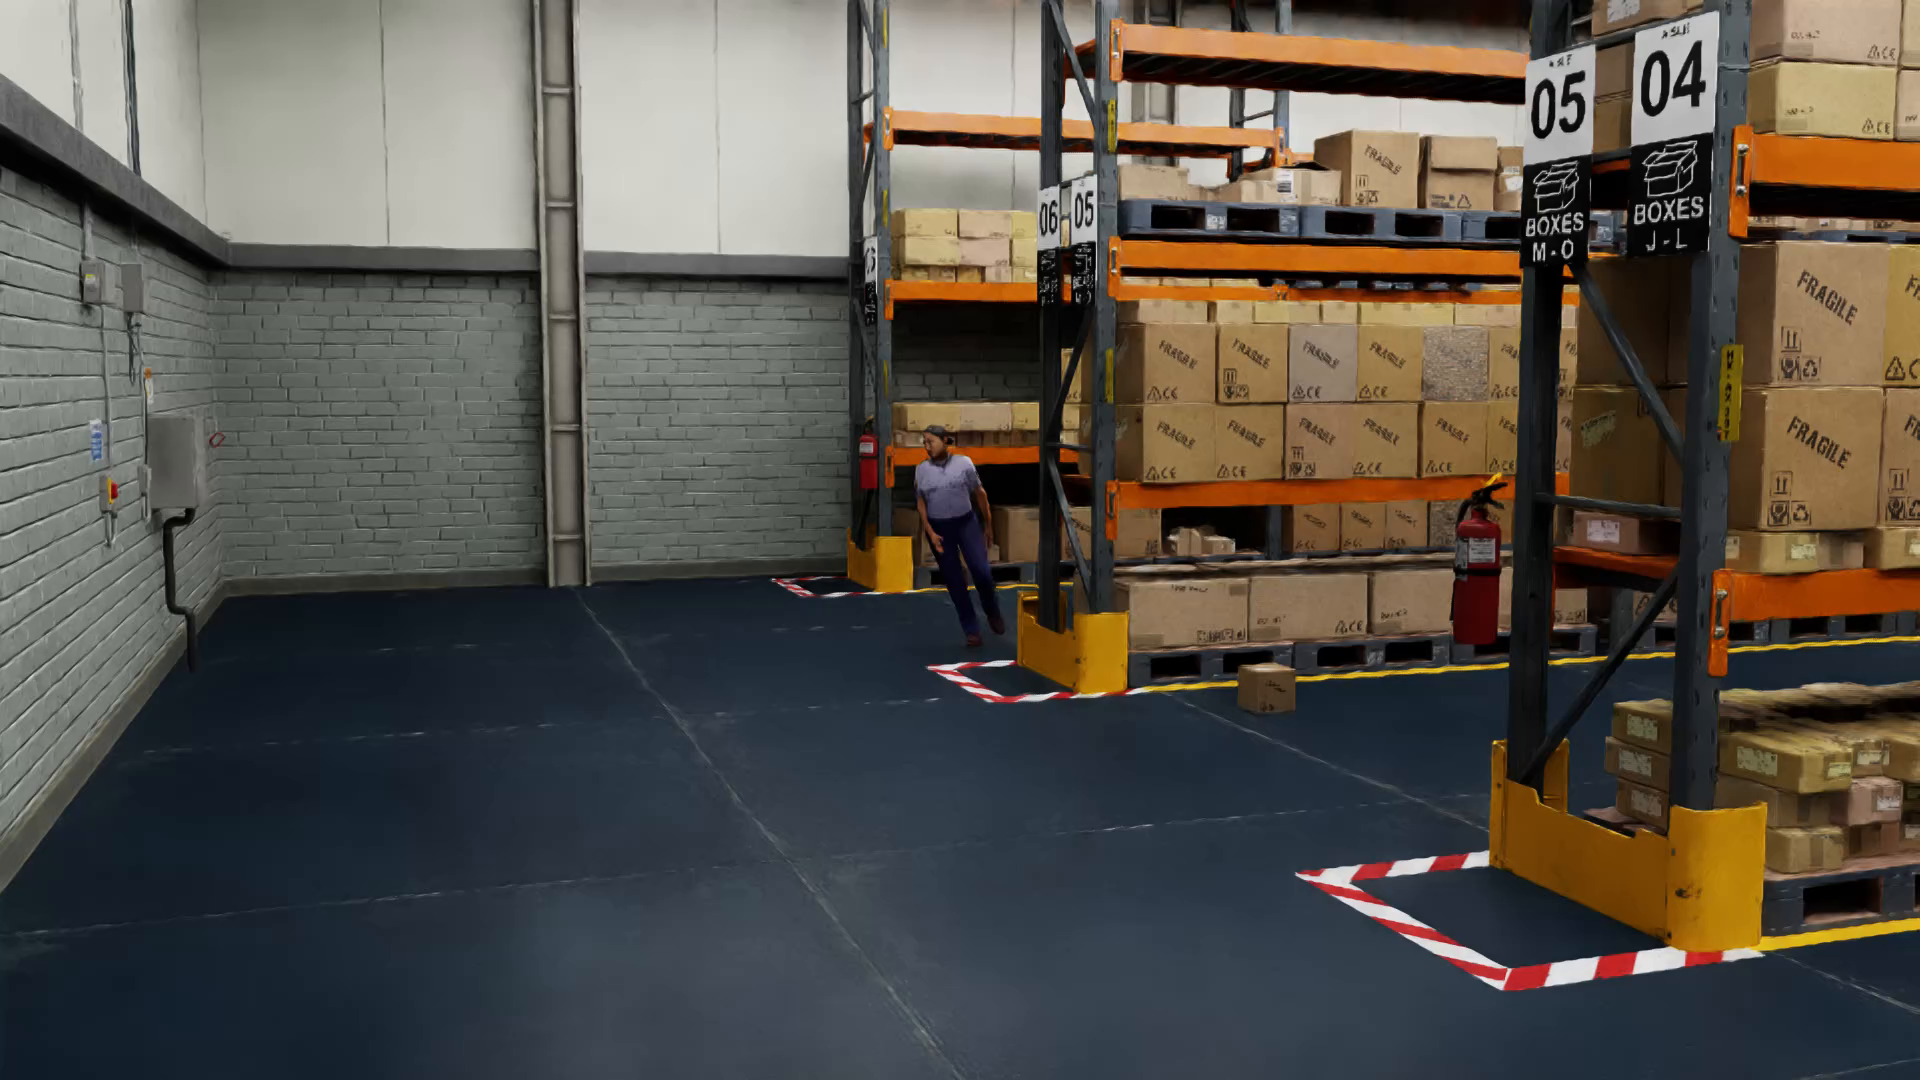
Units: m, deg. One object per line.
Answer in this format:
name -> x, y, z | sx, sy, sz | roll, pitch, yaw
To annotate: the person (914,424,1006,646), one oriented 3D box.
person -> -0.007, -0.044, 12.086 | 0.660, 1.604, 0.493 | 1, 6, 8
